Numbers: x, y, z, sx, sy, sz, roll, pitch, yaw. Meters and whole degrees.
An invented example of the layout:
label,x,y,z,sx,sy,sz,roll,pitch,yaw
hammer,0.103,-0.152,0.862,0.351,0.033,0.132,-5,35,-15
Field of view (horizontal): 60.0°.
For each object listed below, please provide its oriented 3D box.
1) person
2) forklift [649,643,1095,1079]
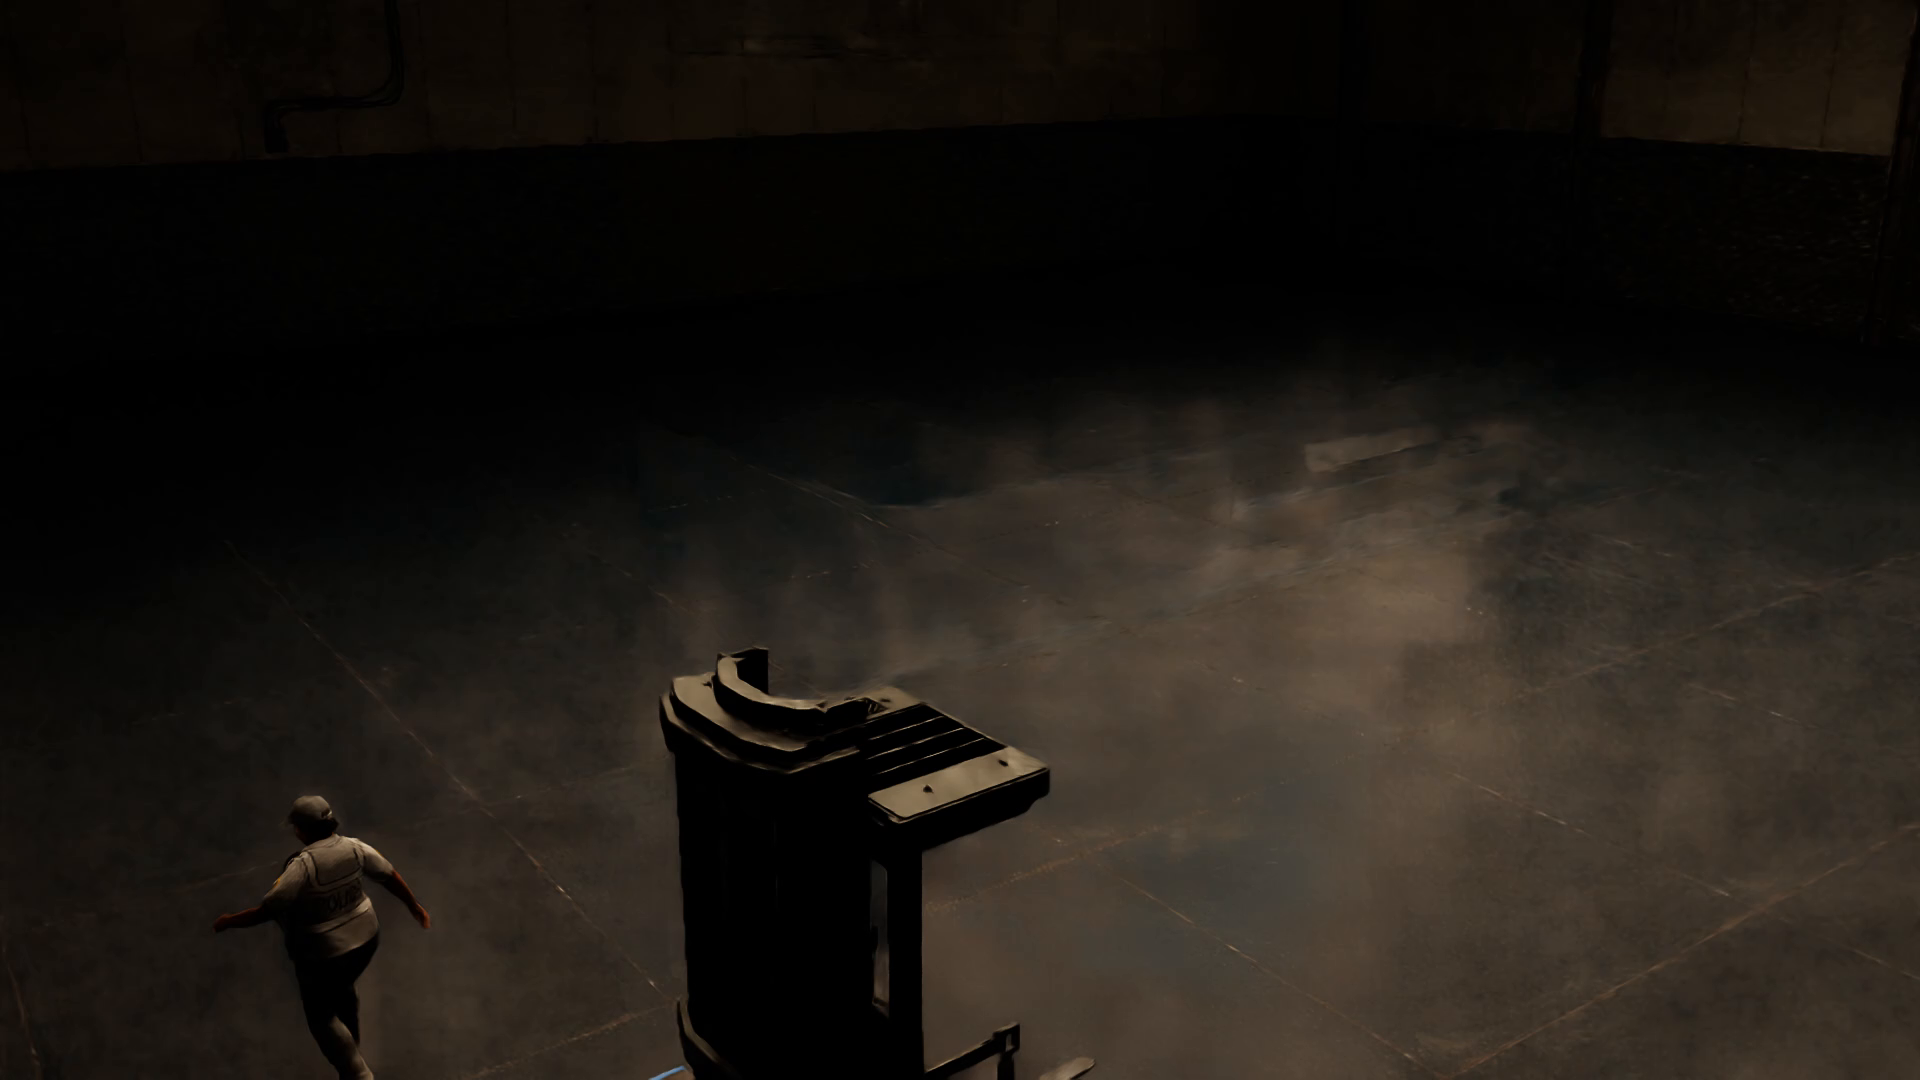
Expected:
label,x,y,z,sx,sy,sz,roll,pitch,yaw
person,-2.162,-1.339,5.351,0.731,1.643,0.894,11,21,32
forklift,0.729,-1.551,3.844,3.031,2.935,1.130,-14,22,-36
